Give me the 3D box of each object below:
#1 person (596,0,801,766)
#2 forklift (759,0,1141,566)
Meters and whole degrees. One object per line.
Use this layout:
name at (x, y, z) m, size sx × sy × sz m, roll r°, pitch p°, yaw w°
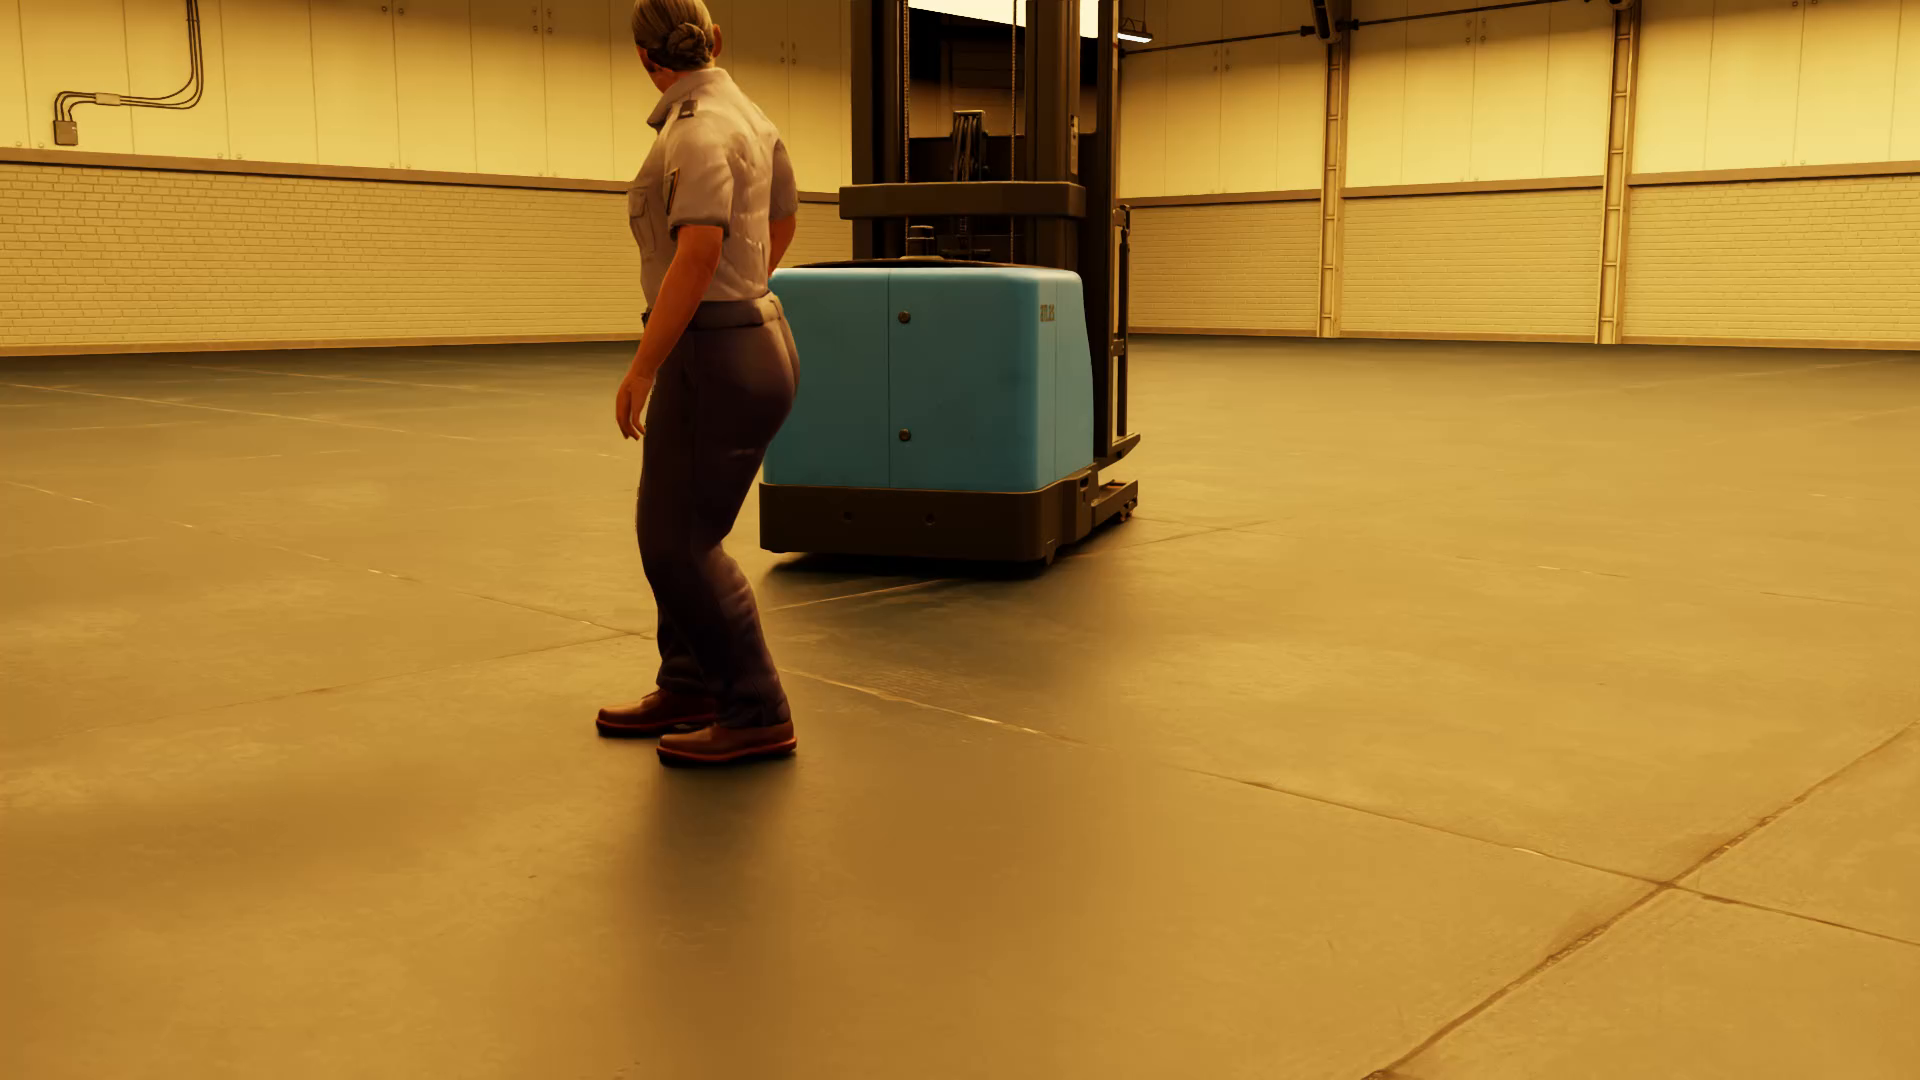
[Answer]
person at (-0.590, -0.340, 3.539) m, size 0.485 × 1.628 × 0.675 m, roll 0°, pitch 9°, yaw -1°
forklift at (0.169, -1.537, 7.079) m, size 1.130 × 2.935 × 3.031 m, roll 2°, pitch 9°, yaw 16°
